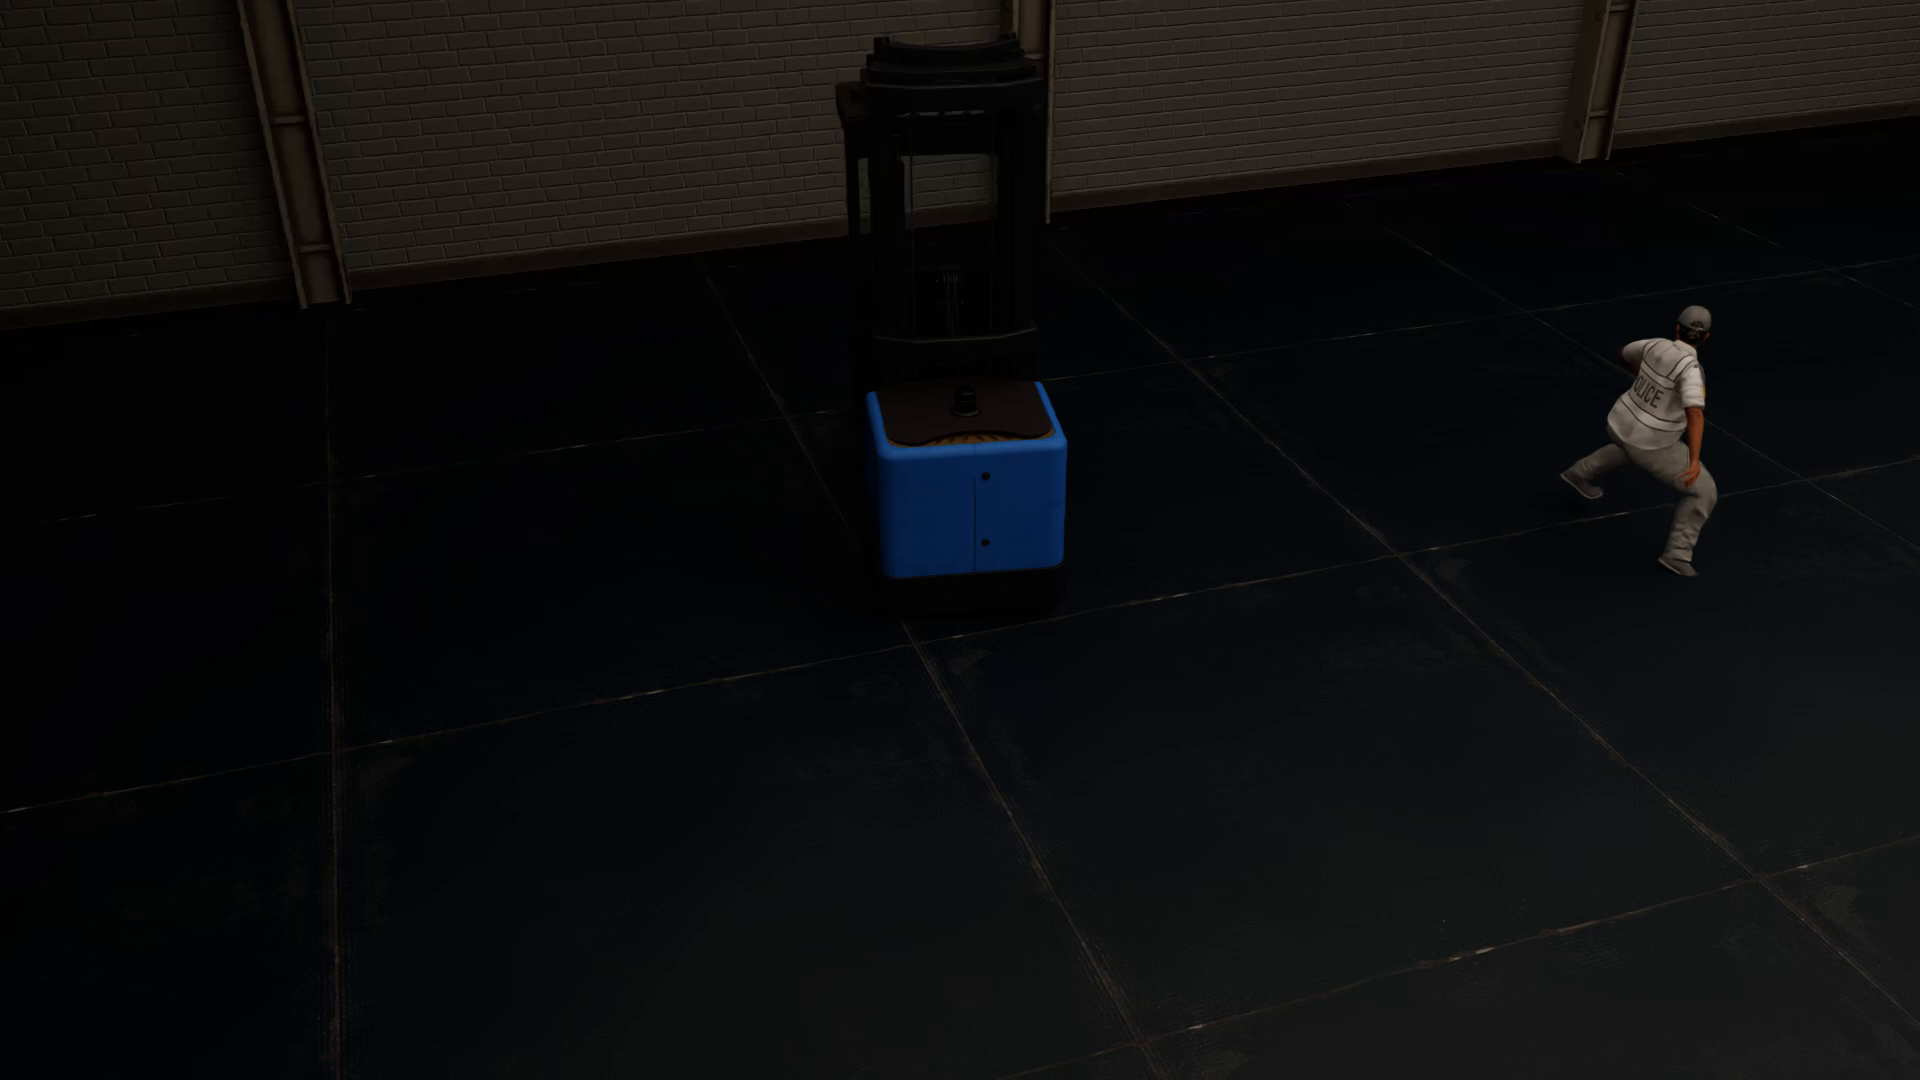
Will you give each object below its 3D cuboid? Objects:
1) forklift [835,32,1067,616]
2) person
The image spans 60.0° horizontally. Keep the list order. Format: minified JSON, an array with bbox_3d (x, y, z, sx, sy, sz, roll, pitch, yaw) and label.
[{"bbox_3d":[-0.127,-1.565,9.806,1.130,2.935,3.031,-4,30,-7],"label":"forklift"},{"bbox_3d":[4.053,-0.600,9.634,0.507,1.569,1.124,-5,30,-8],"label":"person"}]
